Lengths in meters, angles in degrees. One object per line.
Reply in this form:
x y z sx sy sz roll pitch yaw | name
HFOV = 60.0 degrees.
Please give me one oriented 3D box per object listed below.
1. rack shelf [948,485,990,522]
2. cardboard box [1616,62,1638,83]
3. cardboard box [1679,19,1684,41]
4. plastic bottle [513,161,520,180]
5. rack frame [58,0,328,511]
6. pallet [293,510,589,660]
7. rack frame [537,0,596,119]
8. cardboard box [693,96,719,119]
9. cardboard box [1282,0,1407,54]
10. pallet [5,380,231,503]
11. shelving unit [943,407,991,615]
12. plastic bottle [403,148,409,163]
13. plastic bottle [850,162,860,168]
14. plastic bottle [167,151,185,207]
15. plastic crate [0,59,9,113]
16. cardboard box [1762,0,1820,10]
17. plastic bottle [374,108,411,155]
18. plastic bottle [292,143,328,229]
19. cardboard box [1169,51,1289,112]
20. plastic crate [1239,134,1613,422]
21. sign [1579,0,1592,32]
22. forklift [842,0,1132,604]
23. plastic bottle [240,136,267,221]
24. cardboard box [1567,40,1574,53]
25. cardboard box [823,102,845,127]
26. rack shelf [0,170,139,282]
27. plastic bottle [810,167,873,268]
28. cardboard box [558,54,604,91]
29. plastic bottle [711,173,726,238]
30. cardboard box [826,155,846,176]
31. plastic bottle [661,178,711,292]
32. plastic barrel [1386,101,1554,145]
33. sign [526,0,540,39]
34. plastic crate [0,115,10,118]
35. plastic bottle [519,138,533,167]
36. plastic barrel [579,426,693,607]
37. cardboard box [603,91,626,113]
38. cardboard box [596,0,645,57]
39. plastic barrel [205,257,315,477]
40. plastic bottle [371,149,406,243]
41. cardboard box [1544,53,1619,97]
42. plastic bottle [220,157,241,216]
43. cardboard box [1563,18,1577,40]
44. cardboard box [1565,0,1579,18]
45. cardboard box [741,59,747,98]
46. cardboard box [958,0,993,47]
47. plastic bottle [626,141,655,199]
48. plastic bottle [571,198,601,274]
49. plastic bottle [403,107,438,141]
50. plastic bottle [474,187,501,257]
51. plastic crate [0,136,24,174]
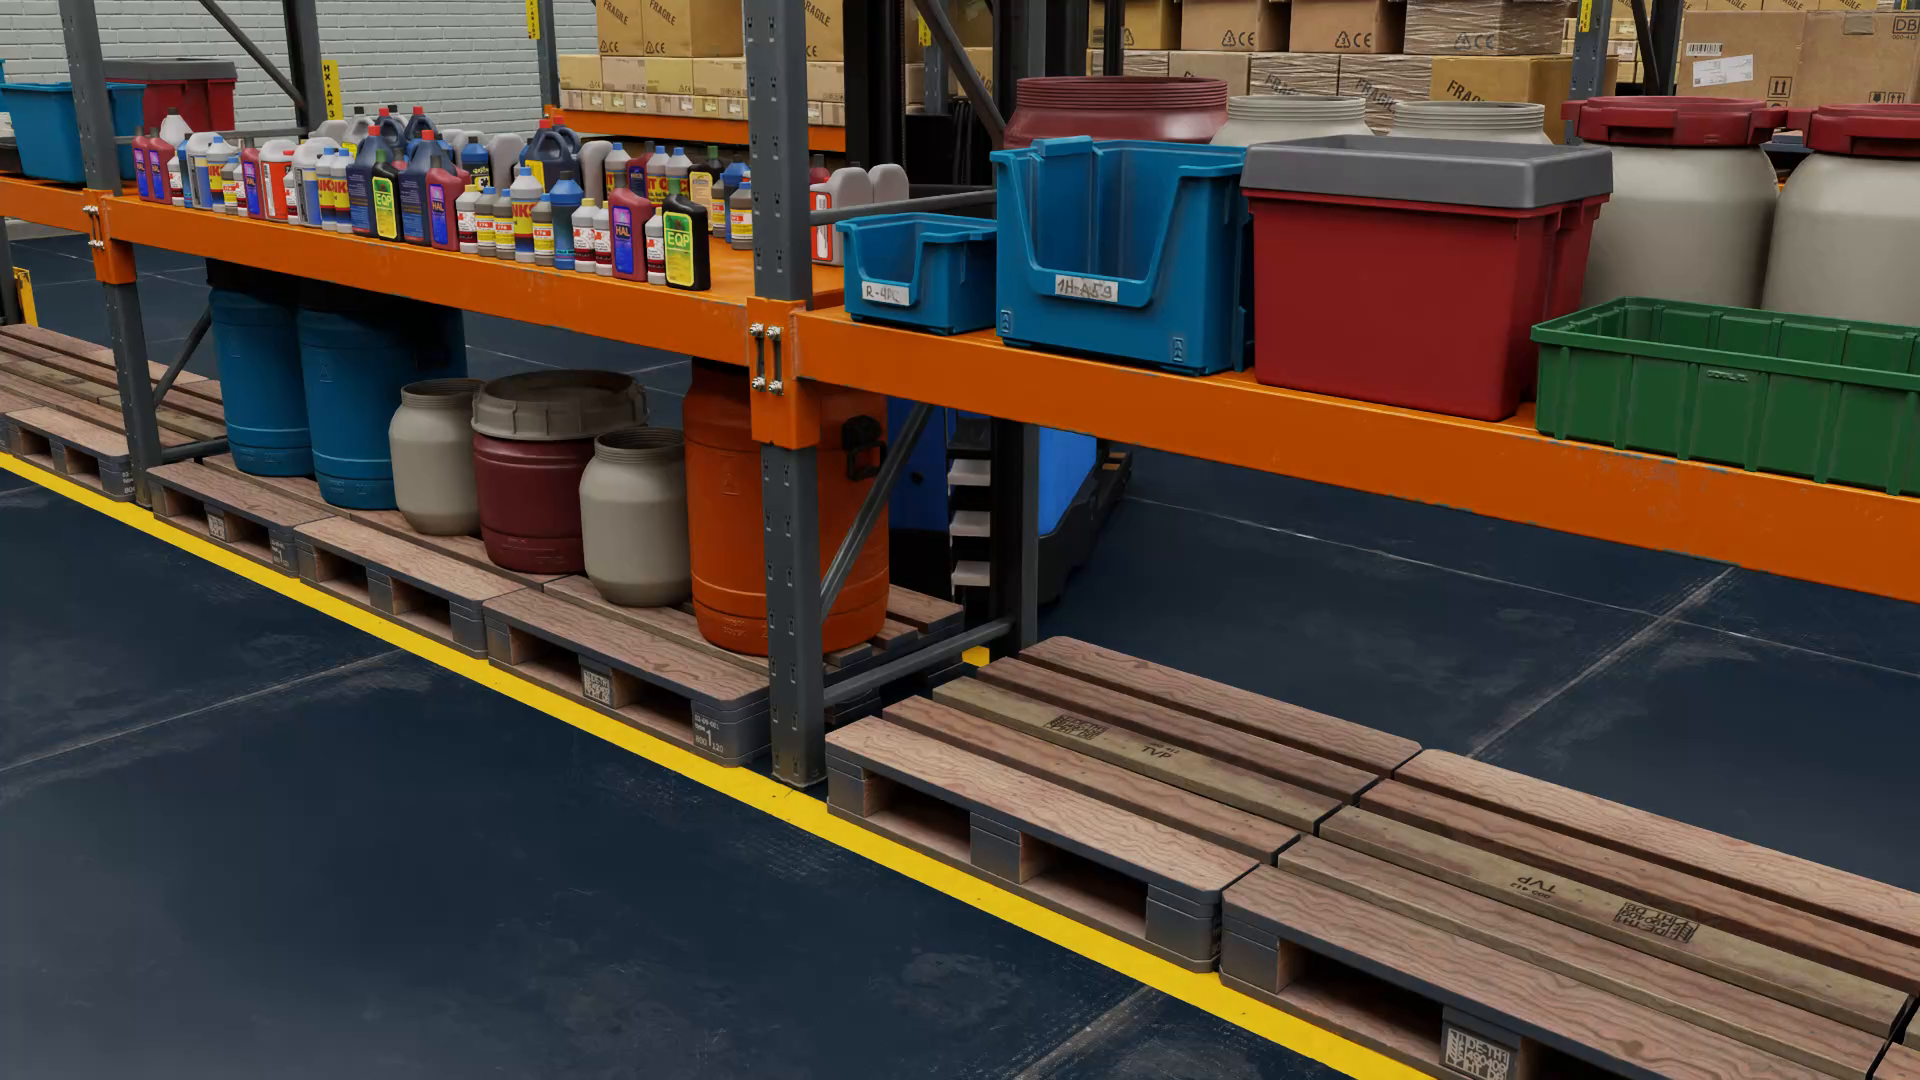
0.082 -0.145 5.336 0.200 0.077 0.258 3 28 9 | rack shelf
4.888 -3.433 12.191 0.250 0.149 0.380 16 24 41 | cardboard box
5.263 -3.614 11.777 0.250 0.149 0.380 16 24 41 | cardboard box
-1.590 -1.313 6.120 0.097 0.201 0.097 0 18 0 | plastic bottle
-3.129 -1.679 6.944 0.127 3.000 1.000 15 23 39 | rack frame
-1.663 0.059 6.077 1.213 0.211 1.003 15 23 39 | pallet
-2.833 -3.603 13.006 0.127 3.000 1.000 15 23 39 | rack frame
-1.635 -3.029 11.612 0.250 0.149 0.380 14 23 38 | cardboard box
2.129 -2.805 8.666 0.637 0.503 0.797 16 23 40 | cardboard box
-3.705 -0.489 7.804 1.213 0.211 1.003 15 23 39 | pallet
0.084 -0.096 5.363 0.210 0.900 0.258 3 28 9 | shelving unit
-1.860 -1.170 5.554 0.097 0.271 0.097 0 18 0 | plastic bottle
-0.315 -1.004 5.030 0.097 0.271 0.097 0 18 0 | plastic bottle
-2.940 -1.369 6.294 0.097 0.201 0.097 0 18 0 | plastic bottle
-5.746 -2.503 9.382 0.499 0.435 0.616 15 23 39 | plastic crate
8.038 -5.113 15.947 0.500 0.500 0.500 15 23 38 | cardboard box
-2.182 -1.476 6.384 0.185 0.351 0.144 15 23 39 | plastic bottle
-2.170 -1.209 5.666 0.135 0.276 0.152 15 23 39 | plastic bottle
1.477 -2.395 9.034 0.500 0.500 0.500 16 23 40 | cardboard box
0.868 -0.513 3.164 0.583 0.464 0.402 15 23 39 | plastic crate
2.784 -2.422 7.372 0.005 0.325 0.100 15 23 39 | sign
0.143 -1.581 6.748 1.130 2.935 3.031 4 18 13 | forklift
-2.474 -1.275 5.864 0.133 0.283 0.061 15 23 39 | plastic bottle
4.687 -3.627 12.312 0.250 0.149 0.380 14 23 38 | cardboard box
-0.671 -2.771 10.798 0.250 0.149 0.380 15 23 38 | cardboard box
-4.625 -1.738 8.319 4.000 0.370 1.077 15 23 39 | rack shelf
-0.347 -0.943 4.828 0.135 0.276 0.152 15 23 39 | plastic bottle
-2.653 -3.516 12.488 0.500 0.250 0.500 14 23 38 | cardboard box
-0.761 -1.091 5.418 0.097 0.201 0.097 0 18 0 | plastic bottle
-0.282 -2.138 11.208 0.875 0.875 0.875 15 23 39 | cardboard box
-0.723 -0.805 4.383 0.133 0.283 0.061 15 23 39 | plastic bottle
1.089 -0.687 3.632 0.421 0.512 0.421 0 18 0 | plastic barrel
-3.206 -3.929 12.471 0.005 0.325 0.100 15 23 39 | sign
-5.183 -2.201 8.925 0.243 0.136 0.396 15 23 39 | plastic crate
-1.531 -1.306 5.981 0.097 0.271 0.097 0 18 0 | plastic bottle
-0.996 -0.078 5.317 0.421 0.512 0.421 0 18 0 | plastic barrel
-2.402 -3.235 12.261 0.250 0.149 0.380 14 23 38 | cardboard box
-2.279 -3.773 12.058 0.500 0.500 0.500 14 23 38 | cardboard box
-2.733 -0.766 6.842 0.708 0.901 0.600 15 23 39 | plastic barrel
-1.816 -1.099 5.308 0.133 0.283 0.061 15 23 39 | plastic bottle
2.967 -2.204 8.431 0.500 0.500 0.500 16 24 41 | cardboard box
-2.621 -1.283 6.024 0.097 0.201 0.097 0 18 0 | plastic bottle
4.484 -3.823 12.438 0.250 0.149 0.380 16 24 41 | cardboard box
6.200 -5.599 17.476 0.500 0.500 0.500 15 23 39 | cardboard box
-1.116 -3.105 11.194 0.500 0.250 0.500 16 23 40 | cardboard box
-0.030 -3.382 10.825 0.500 0.500 0.500 15 23 39 | cardboard box
-1.080 -1.223 5.699 0.133 0.283 0.061 15 23 39 | plastic bottle
-1.043 -0.859 4.689 0.097 0.201 0.097 0 18 0 | plastic bottle
-2.086 -1.508 6.487 0.185 0.351 0.144 15 23 39 | plastic bottle
-1.407 -0.957 4.997 0.097 0.201 0.097 0 18 0 | plastic bottle
-4.144 -1.741 7.494 0.590 0.125 0.437 15 23 39 | plastic crate
